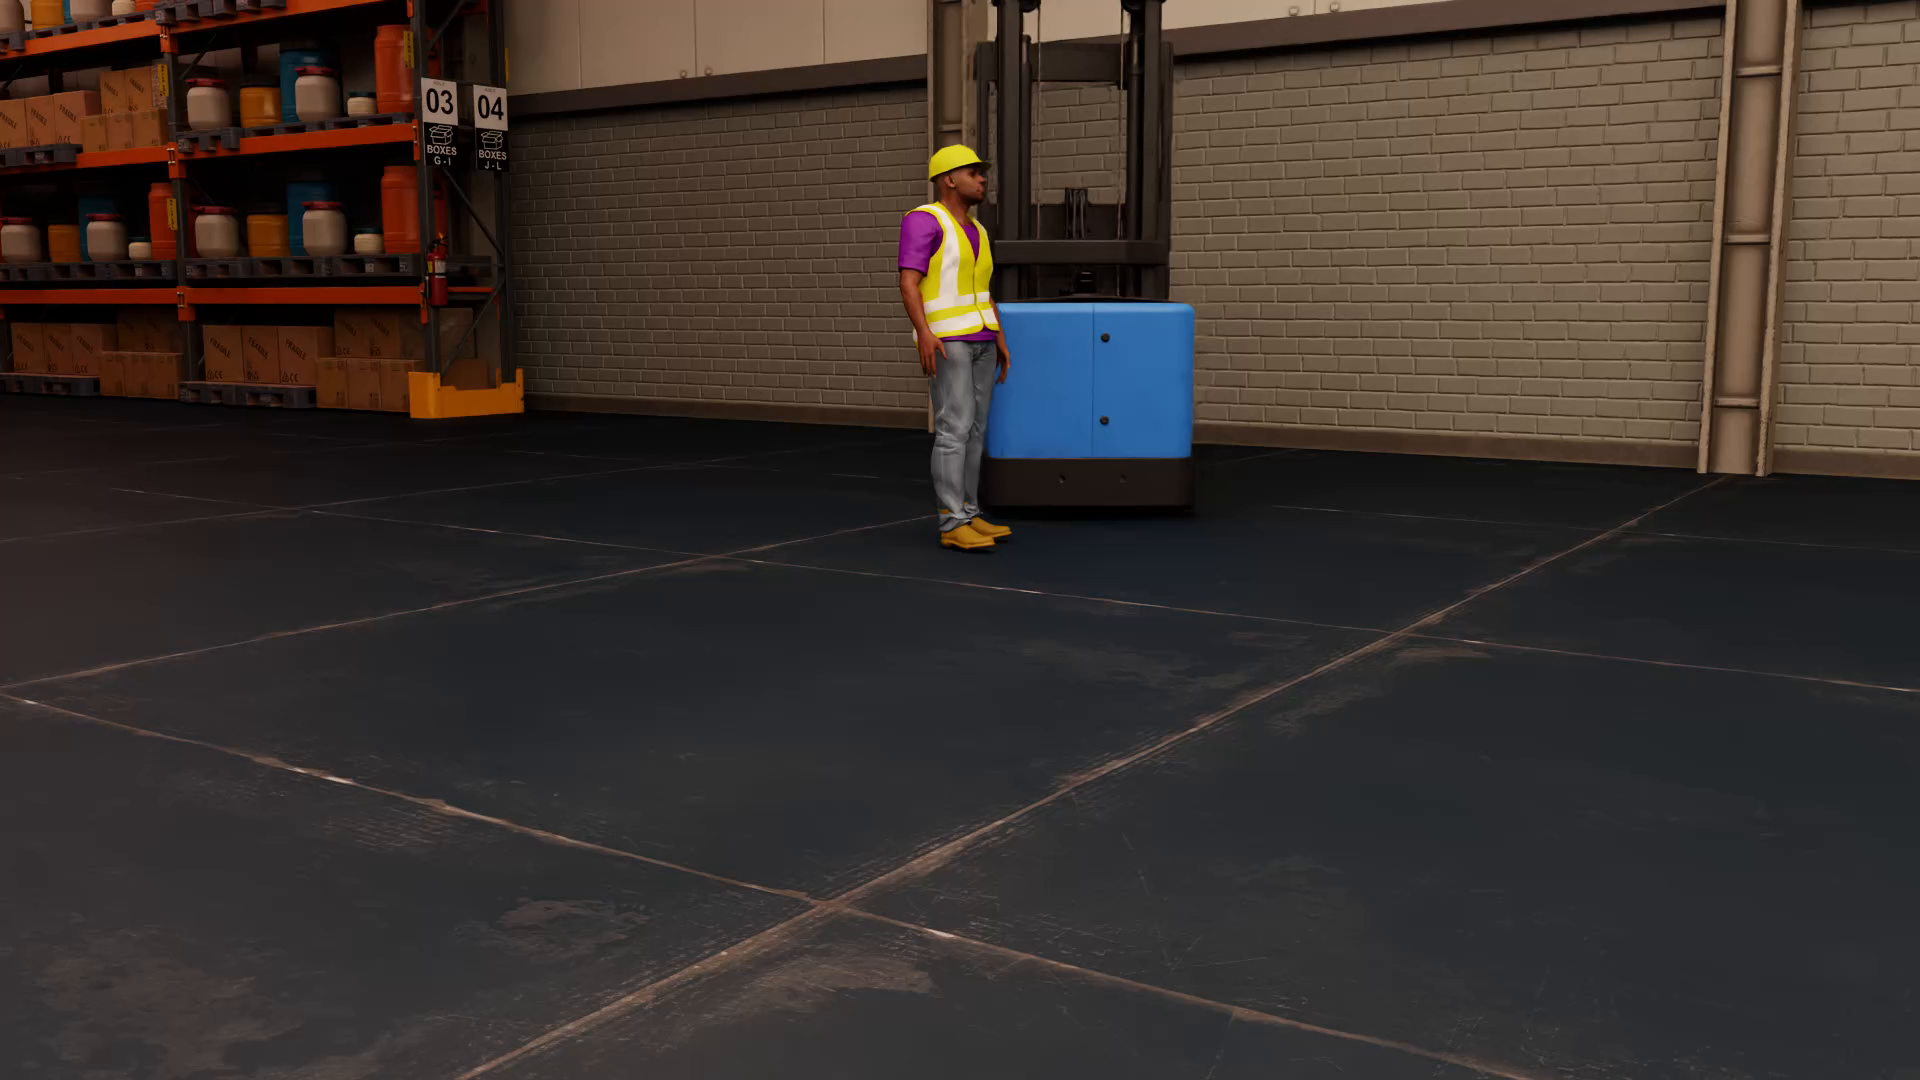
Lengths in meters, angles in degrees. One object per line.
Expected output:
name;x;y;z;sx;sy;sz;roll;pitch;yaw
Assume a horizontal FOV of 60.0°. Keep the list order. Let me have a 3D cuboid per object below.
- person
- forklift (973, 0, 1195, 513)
person;0.054;-0.875;7.435;0.577;1.765;0.665;5;10;34
forklift;0.629;-1.761;9.574;1.130;2.935;3.031;0;8;-1
